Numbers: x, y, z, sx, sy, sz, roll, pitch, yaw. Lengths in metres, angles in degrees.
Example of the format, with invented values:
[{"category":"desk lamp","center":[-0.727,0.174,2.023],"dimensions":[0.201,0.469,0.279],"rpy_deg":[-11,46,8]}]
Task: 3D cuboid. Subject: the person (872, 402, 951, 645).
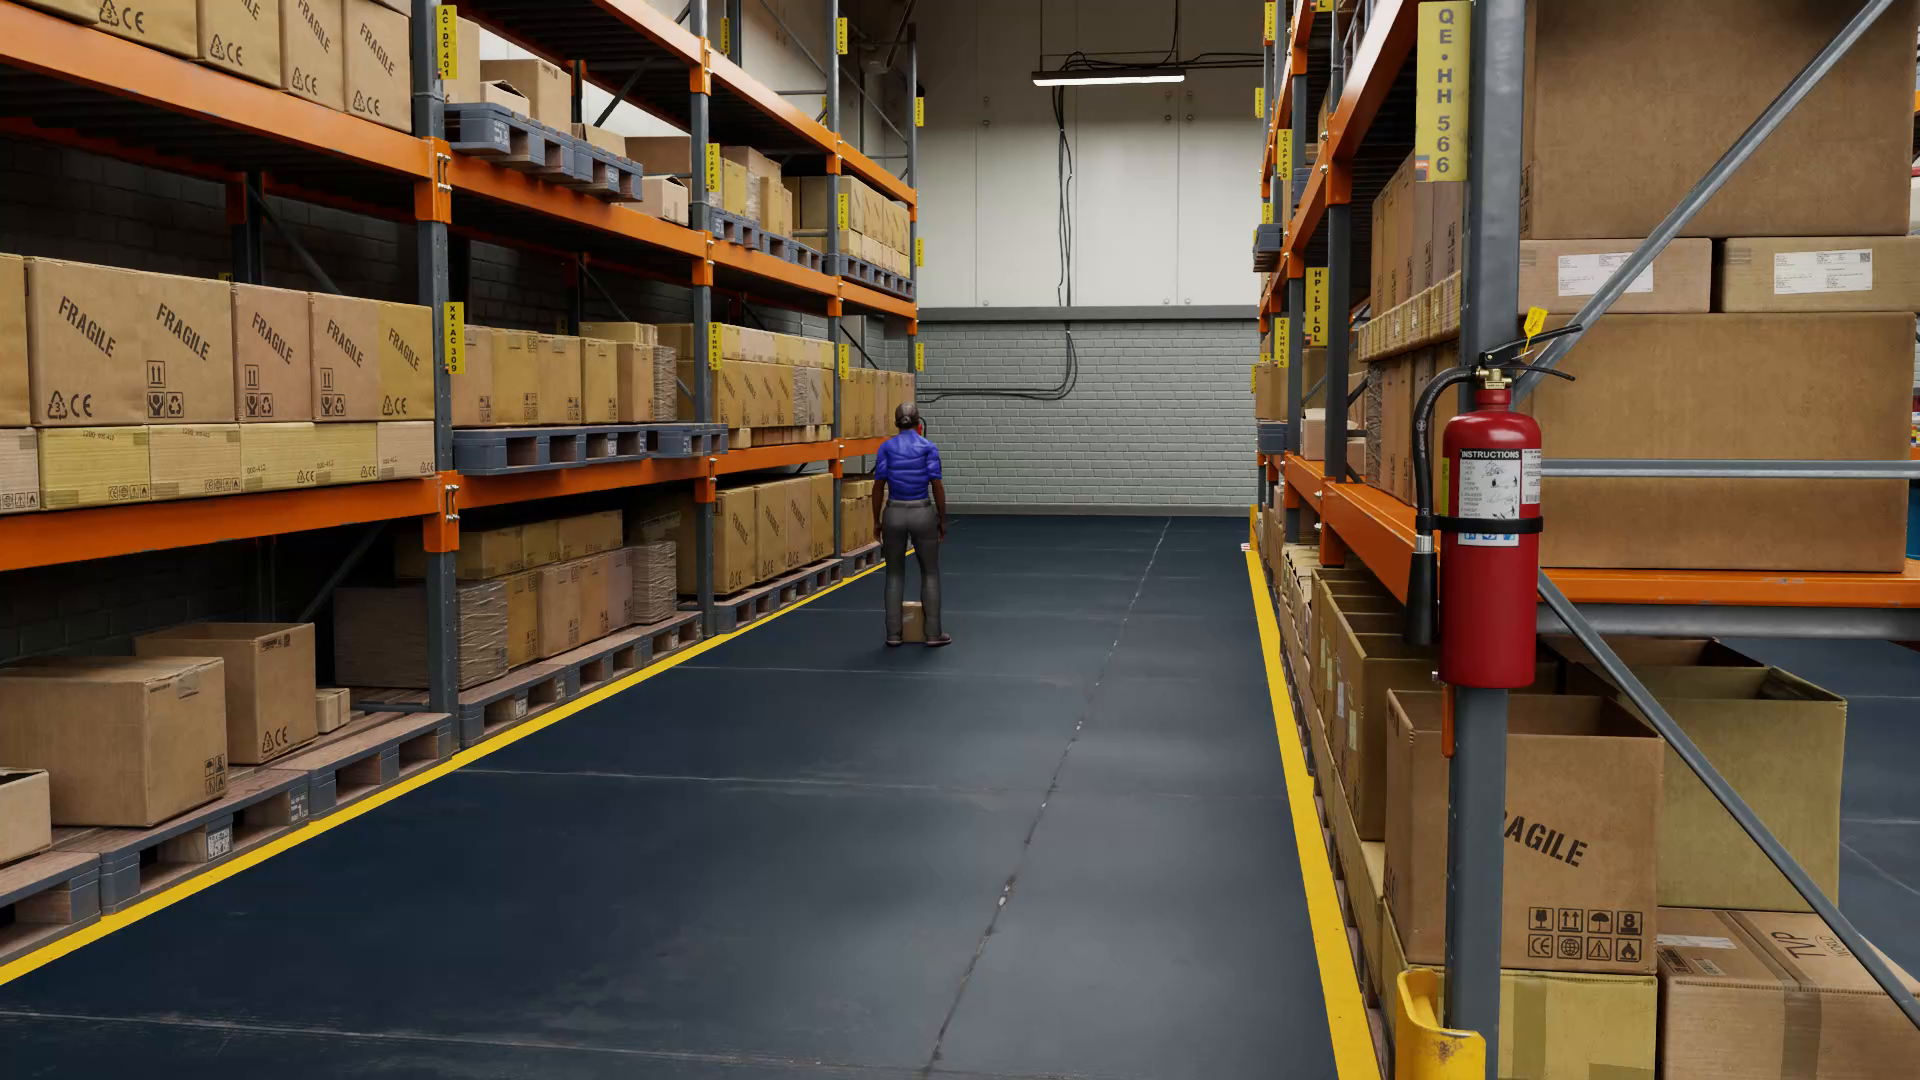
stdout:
[{"category":"person","center":[-0.333,-0.111,11.313],"dimensions":[0.529,1.656,0.347],"rpy_deg":[0,5,6]}]
